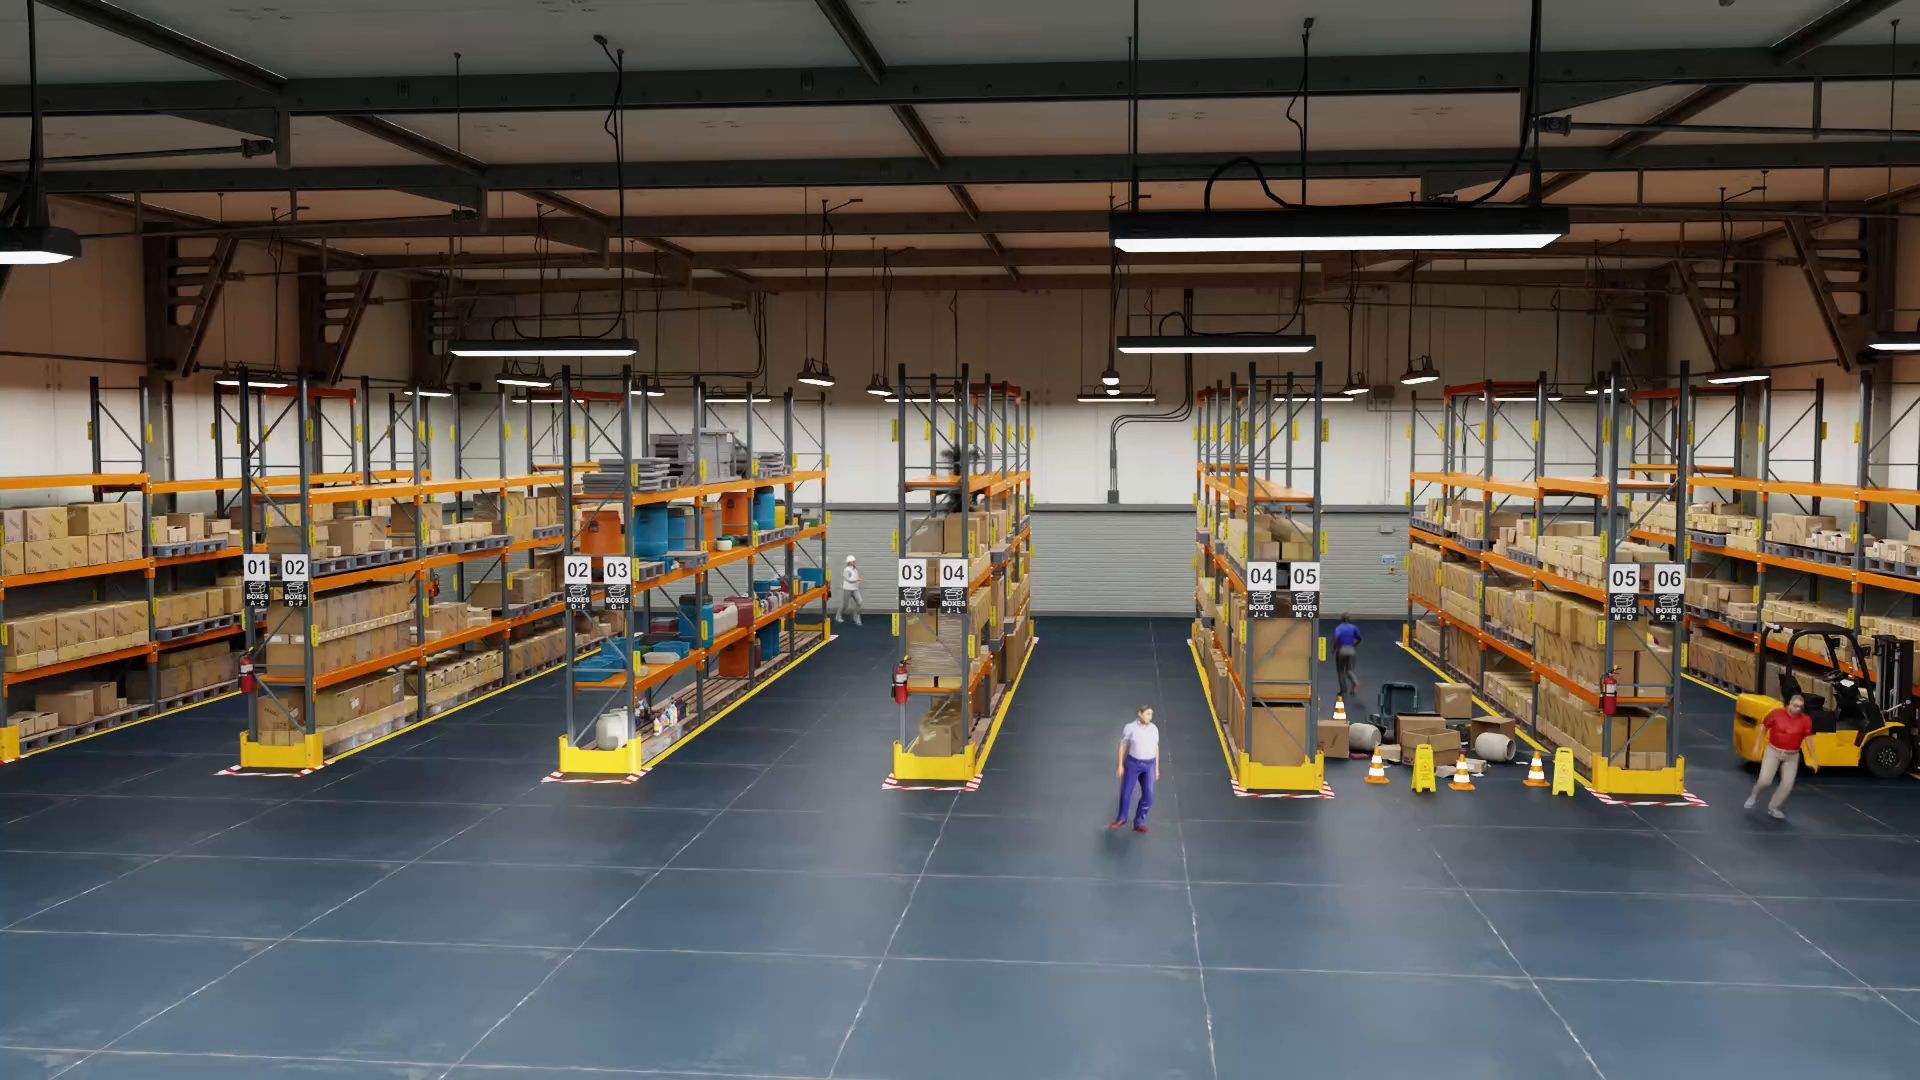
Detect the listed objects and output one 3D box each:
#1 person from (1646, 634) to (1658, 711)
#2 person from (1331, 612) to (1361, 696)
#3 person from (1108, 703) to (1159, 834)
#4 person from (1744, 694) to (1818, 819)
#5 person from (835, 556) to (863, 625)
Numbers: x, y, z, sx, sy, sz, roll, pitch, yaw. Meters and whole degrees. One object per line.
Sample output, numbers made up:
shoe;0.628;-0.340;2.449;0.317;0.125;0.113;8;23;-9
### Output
person;11.986;2.238;29.359;0.697;1.747;0.931;0;4;2
person;7.370;2.185;31.557;0.574;1.608;0.726;0;4;-6
person;2.188;2.852;20.847;0.612;1.632;0.474;-1;4;-17
person;10.640;2.784;21.535;0.793;1.649;0.577;1;4;13
person;-2.869;1.327;43.492;0.849;1.833;0.637;2;4;26
